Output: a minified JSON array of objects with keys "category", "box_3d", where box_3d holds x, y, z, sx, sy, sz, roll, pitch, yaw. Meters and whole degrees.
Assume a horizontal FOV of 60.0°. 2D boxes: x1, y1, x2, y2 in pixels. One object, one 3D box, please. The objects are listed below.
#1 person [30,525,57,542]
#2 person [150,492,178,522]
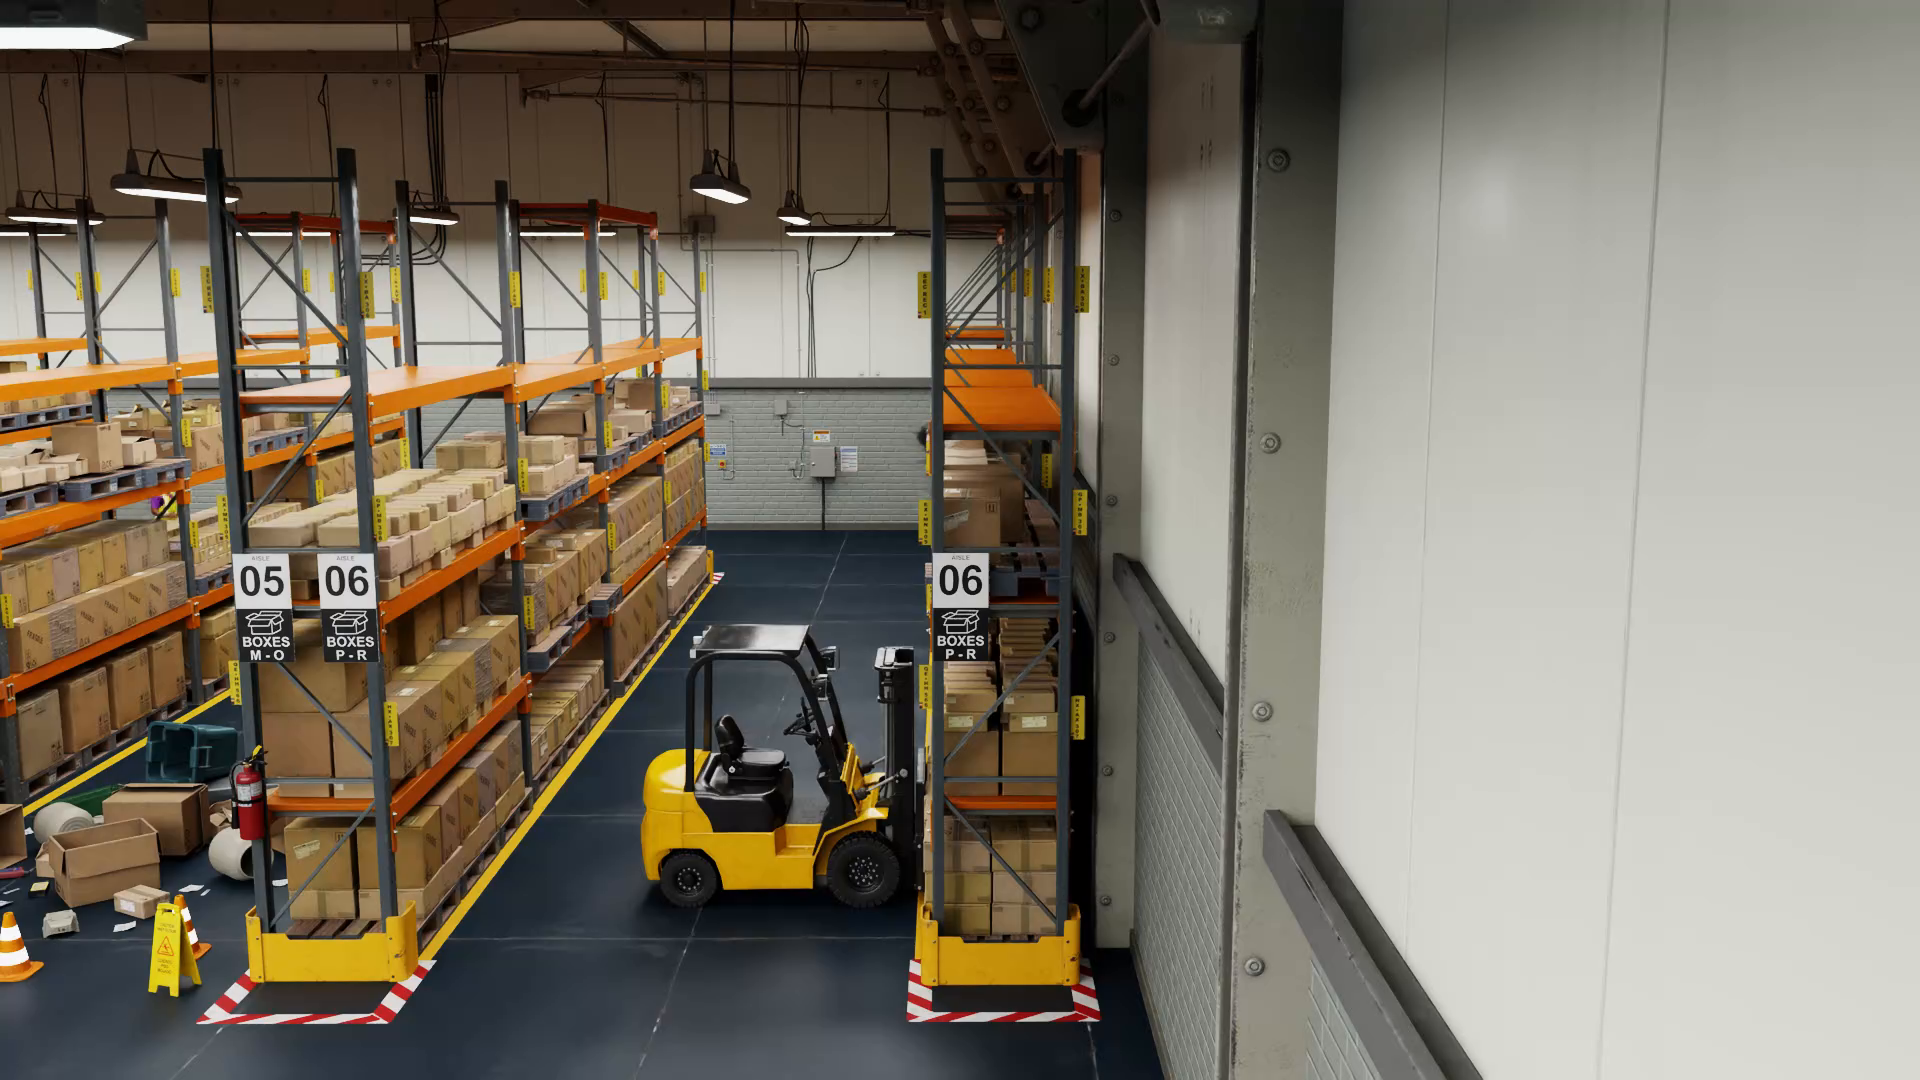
[{"category":"person","box_3d":[-12.759,0.565,23.427,0.710,1.783,0.991,-2,9,-11]},{"category":"person","box_3d":[-13.721,-0.254,28.856,0.692,1.783,0.704,3,9,16]}]
